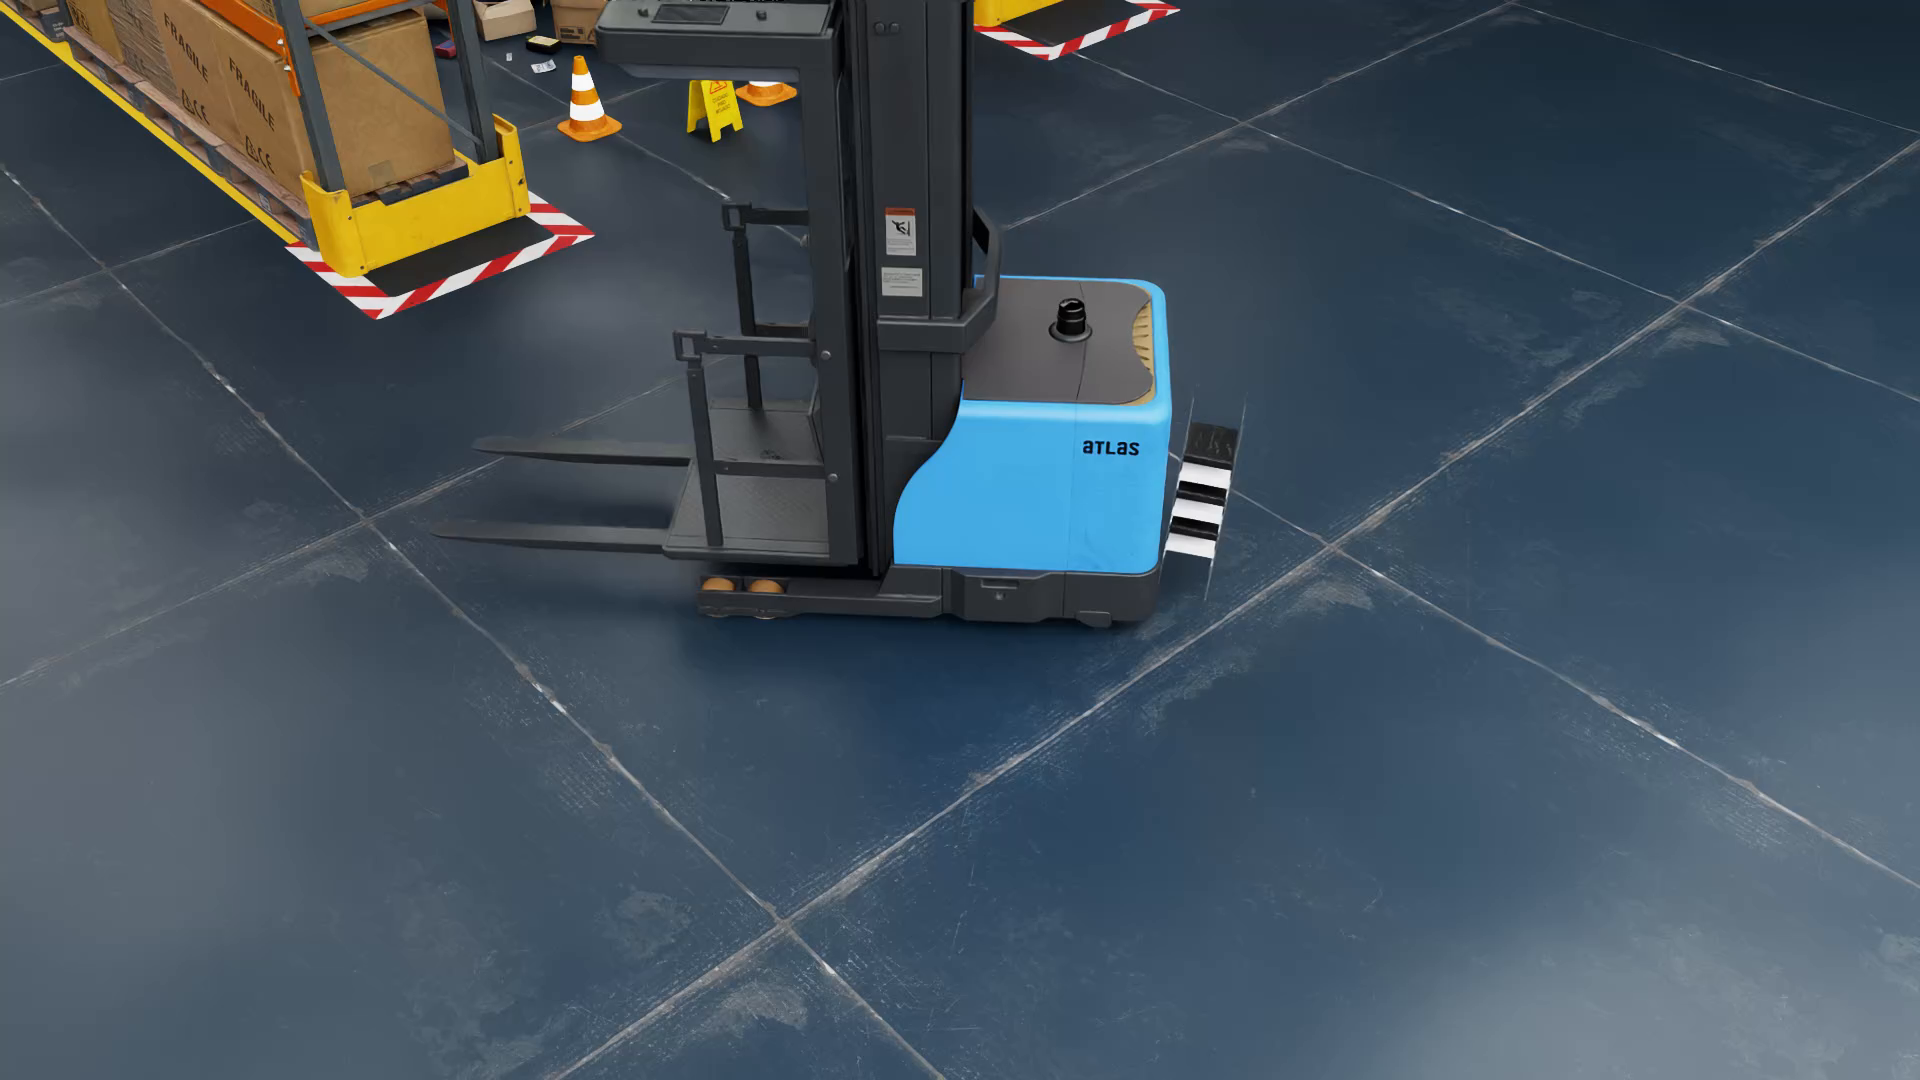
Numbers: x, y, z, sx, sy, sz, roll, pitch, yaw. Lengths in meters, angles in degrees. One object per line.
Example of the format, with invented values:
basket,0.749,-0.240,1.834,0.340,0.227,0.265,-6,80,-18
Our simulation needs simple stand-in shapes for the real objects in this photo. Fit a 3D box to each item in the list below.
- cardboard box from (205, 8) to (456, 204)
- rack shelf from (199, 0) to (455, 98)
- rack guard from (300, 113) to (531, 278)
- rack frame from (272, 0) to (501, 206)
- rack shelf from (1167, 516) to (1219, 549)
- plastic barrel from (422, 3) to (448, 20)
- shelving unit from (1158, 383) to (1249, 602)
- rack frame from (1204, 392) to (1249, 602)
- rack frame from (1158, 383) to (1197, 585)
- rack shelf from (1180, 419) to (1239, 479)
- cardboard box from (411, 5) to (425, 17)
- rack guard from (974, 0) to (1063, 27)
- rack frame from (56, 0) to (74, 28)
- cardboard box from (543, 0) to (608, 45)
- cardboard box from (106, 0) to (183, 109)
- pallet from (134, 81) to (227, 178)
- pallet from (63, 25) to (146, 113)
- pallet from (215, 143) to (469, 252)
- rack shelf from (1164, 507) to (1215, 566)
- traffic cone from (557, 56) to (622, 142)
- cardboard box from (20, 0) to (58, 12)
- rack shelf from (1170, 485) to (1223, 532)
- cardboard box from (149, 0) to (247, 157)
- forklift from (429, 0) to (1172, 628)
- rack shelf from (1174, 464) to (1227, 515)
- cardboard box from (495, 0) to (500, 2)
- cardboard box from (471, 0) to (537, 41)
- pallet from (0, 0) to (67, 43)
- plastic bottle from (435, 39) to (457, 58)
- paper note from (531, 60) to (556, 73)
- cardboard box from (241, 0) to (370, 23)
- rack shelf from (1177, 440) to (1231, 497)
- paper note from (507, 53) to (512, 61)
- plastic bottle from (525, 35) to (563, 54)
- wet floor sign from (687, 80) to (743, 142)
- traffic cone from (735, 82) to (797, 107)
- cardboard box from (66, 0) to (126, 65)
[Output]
cardboard box,-3.522,-2.532,9.355,0.875,0.875,0.875,-30,47,-32
rack shelf,-4.367,-3.555,9.837,1.077,0.370,4.000,-30,48,-32
rack guard,-2.998,-1.926,9.237,1.175,0.500,0.348,-30,48,-32
rack frame,-3.015,-2.910,8.465,1.000,3.000,0.127,-30,48,-32
rack shelf,0.968,-0.086,6.825,0.200,0.077,0.258,11,40,7
plastic barrel,-3.823,-3.885,11.724,0.512,0.421,0.421,-2,39,-2
shelving unit,0.976,-0.180,6.747,0.210,0.900,0.258,11,40,7
rack frame,1.075,-0.161,6.734,0.006,0.900,0.240,11,40,7
rack frame,0.877,-0.199,6.759,0.006,0.900,0.240,11,40,7
rack shelf,0.993,-0.362,6.596,0.200,0.077,0.258,11,40,7
cardboard box,-3.914,-3.507,11.192,0.500,0.500,0.500,-22,44,-25
rack guard,0.512,-4.123,11.957,1.175,0.500,0.348,-30,48,-32
rack frame,-5.720,-4.761,10.757,1.000,3.000,0.127,-30,48,-32
cardboard box,-2.490,-3.826,11.586,0.637,0.503,0.797,5,39,6
cardboard box,-4.734,-3.361,10.381,0.875,0.875,0.875,-30,47,-31
pallet,-4.434,-2.726,10.457,1.003,0.211,1.213,-30,48,-32
pallet,-5.263,-3.291,11.157,1.003,0.211,1.213,-30,48,-32
pallet,-3.613,-2.162,9.758,1.003,0.211,1.213,-30,48,-32
rack shelf,0.962,-0.017,6.883,0.200,0.077,0.258,11,40,7
traffic cone,-2.328,-2.772,10.314,0.336,0.463,0.334,-30,48,-32
cardboard box,-6.206,-4.298,11.641,1.050,0.750,0.750,-30,48,-32
rack shelf,0.974,-0.155,6.768,0.200,0.077,0.258,11,40,7
cardboard box,-4.119,-2.938,9.858,0.875,0.875,0.875,-31,48,-32
forklift,-0.682,-1.142,6.331,3.031,2.935,1.130,2,39,3
rack shelf,0.980,-0.224,6.711,0.200,0.077,0.258,11,40,7
cardboard box,-3.128,-4.308,12.075,0.797,0.637,0.503,-30,48,-32
cardboard box,-3.201,-3.684,11.601,0.396,0.266,0.258,-22,44,-25
pallet,-6.297,-4.001,12.036,1.003,0.211,1.213,-30,48,-32
plastic bottle,-3.454,-3.389,11.398,0.133,0.061,0.283,18,42,21
paper note,-2.796,-3.182,11.167,0.144,0.017,0.142,-15,41,-17
cardboard box,-3.299,-3.120,8.607,0.875,0.550,0.550,-30,48,-32
rack shelf,0.986,-0.293,6.653,0.200,0.077,0.258,11,40,7
paper note,-3.067,-3.287,11.312,0.032,0.001,0.123,-8,40,-10
plastic bottle,-2.884,-3.406,11.419,0.283,0.061,0.133,18,42,21
wet floor sign,-1.537,-2.822,10.230,0.232,0.644,0.267,26,45,28
traffic cone,-1.266,-3.095,10.714,0.336,0.463,0.334,-30,48,-32
cardboard box,-5.346,-3.777,10.896,0.875,0.875,0.875,-29,47,-31
